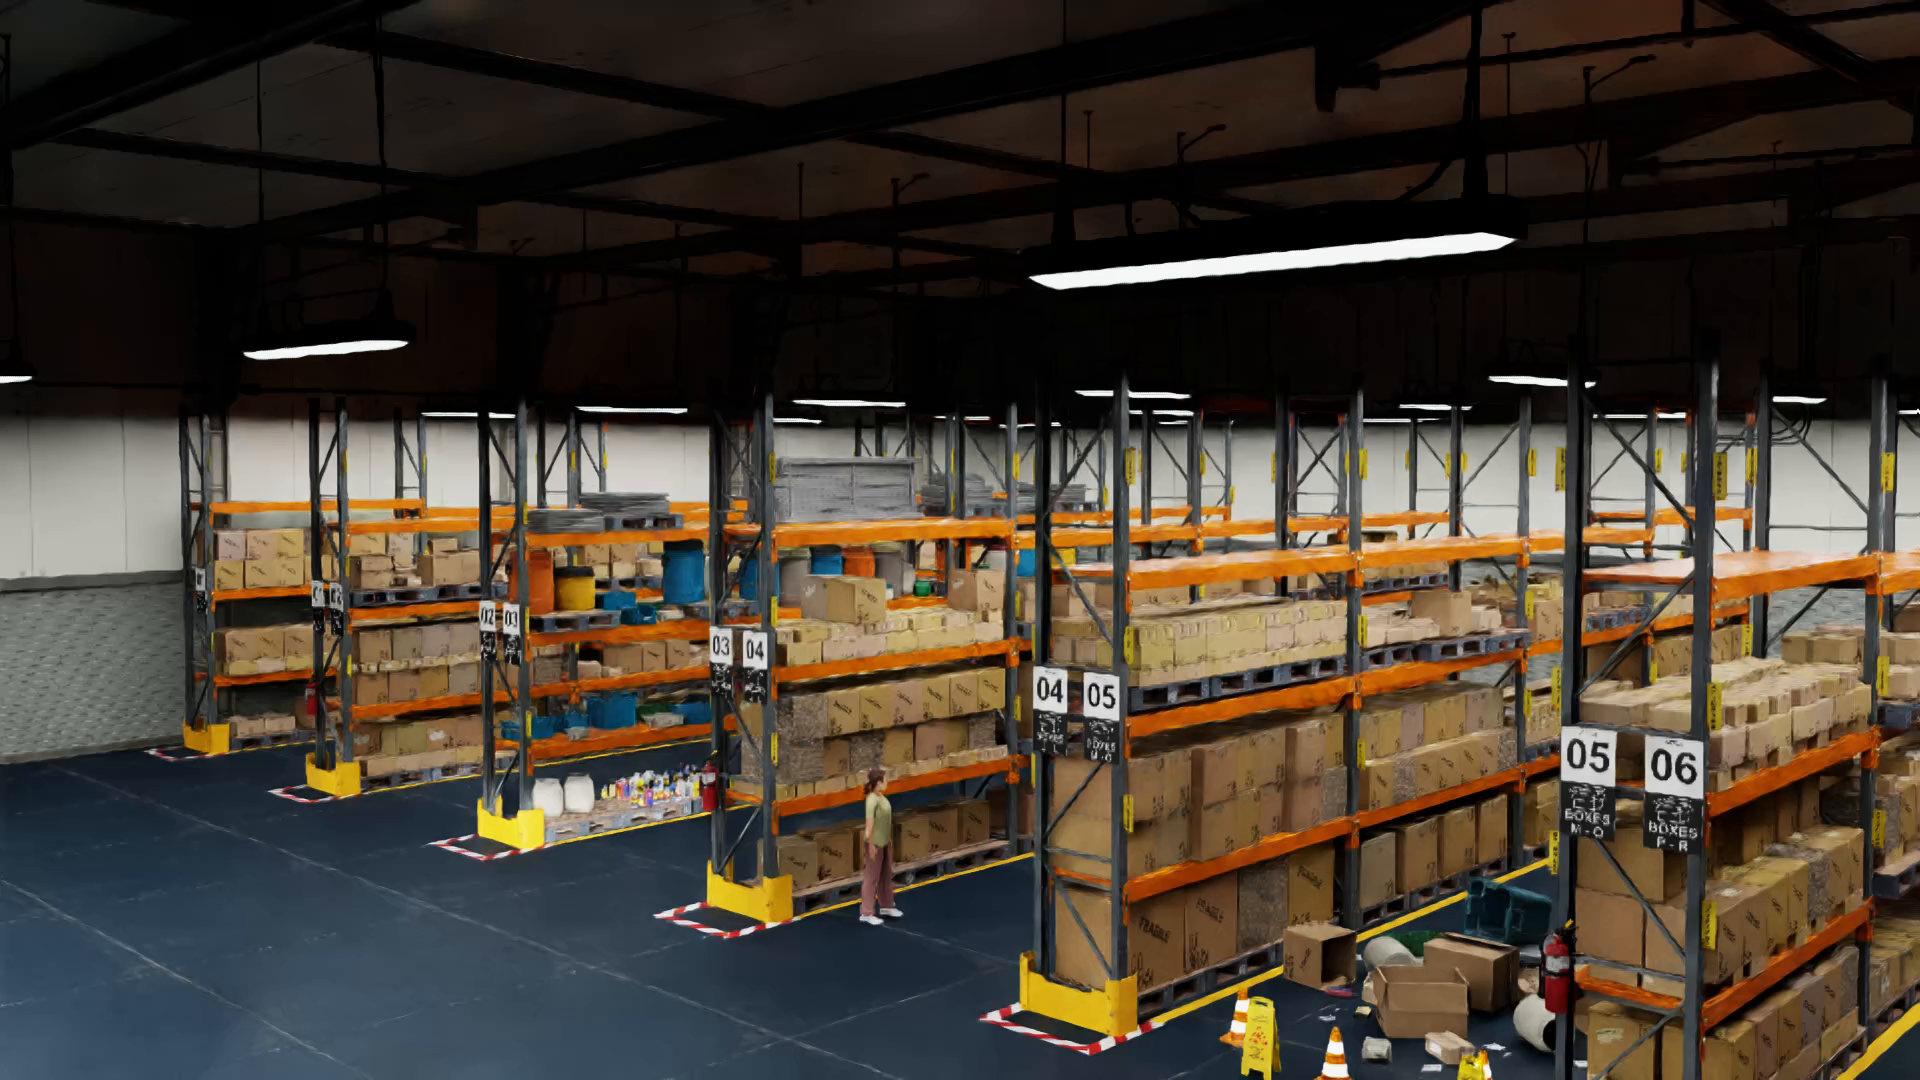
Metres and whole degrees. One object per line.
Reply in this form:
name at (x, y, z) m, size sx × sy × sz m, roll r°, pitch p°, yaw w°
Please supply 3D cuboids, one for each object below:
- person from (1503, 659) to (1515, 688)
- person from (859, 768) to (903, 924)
person at (11.327, 2.532, 33.808) m, size 0.557 × 1.711 × 0.595 m, roll -1°, pitch 3°, yaw -10°
person at (-0.864, 3.352, 18.305) m, size 0.441 × 1.667 × 0.498 m, roll 1°, pitch 3°, yaw 14°
